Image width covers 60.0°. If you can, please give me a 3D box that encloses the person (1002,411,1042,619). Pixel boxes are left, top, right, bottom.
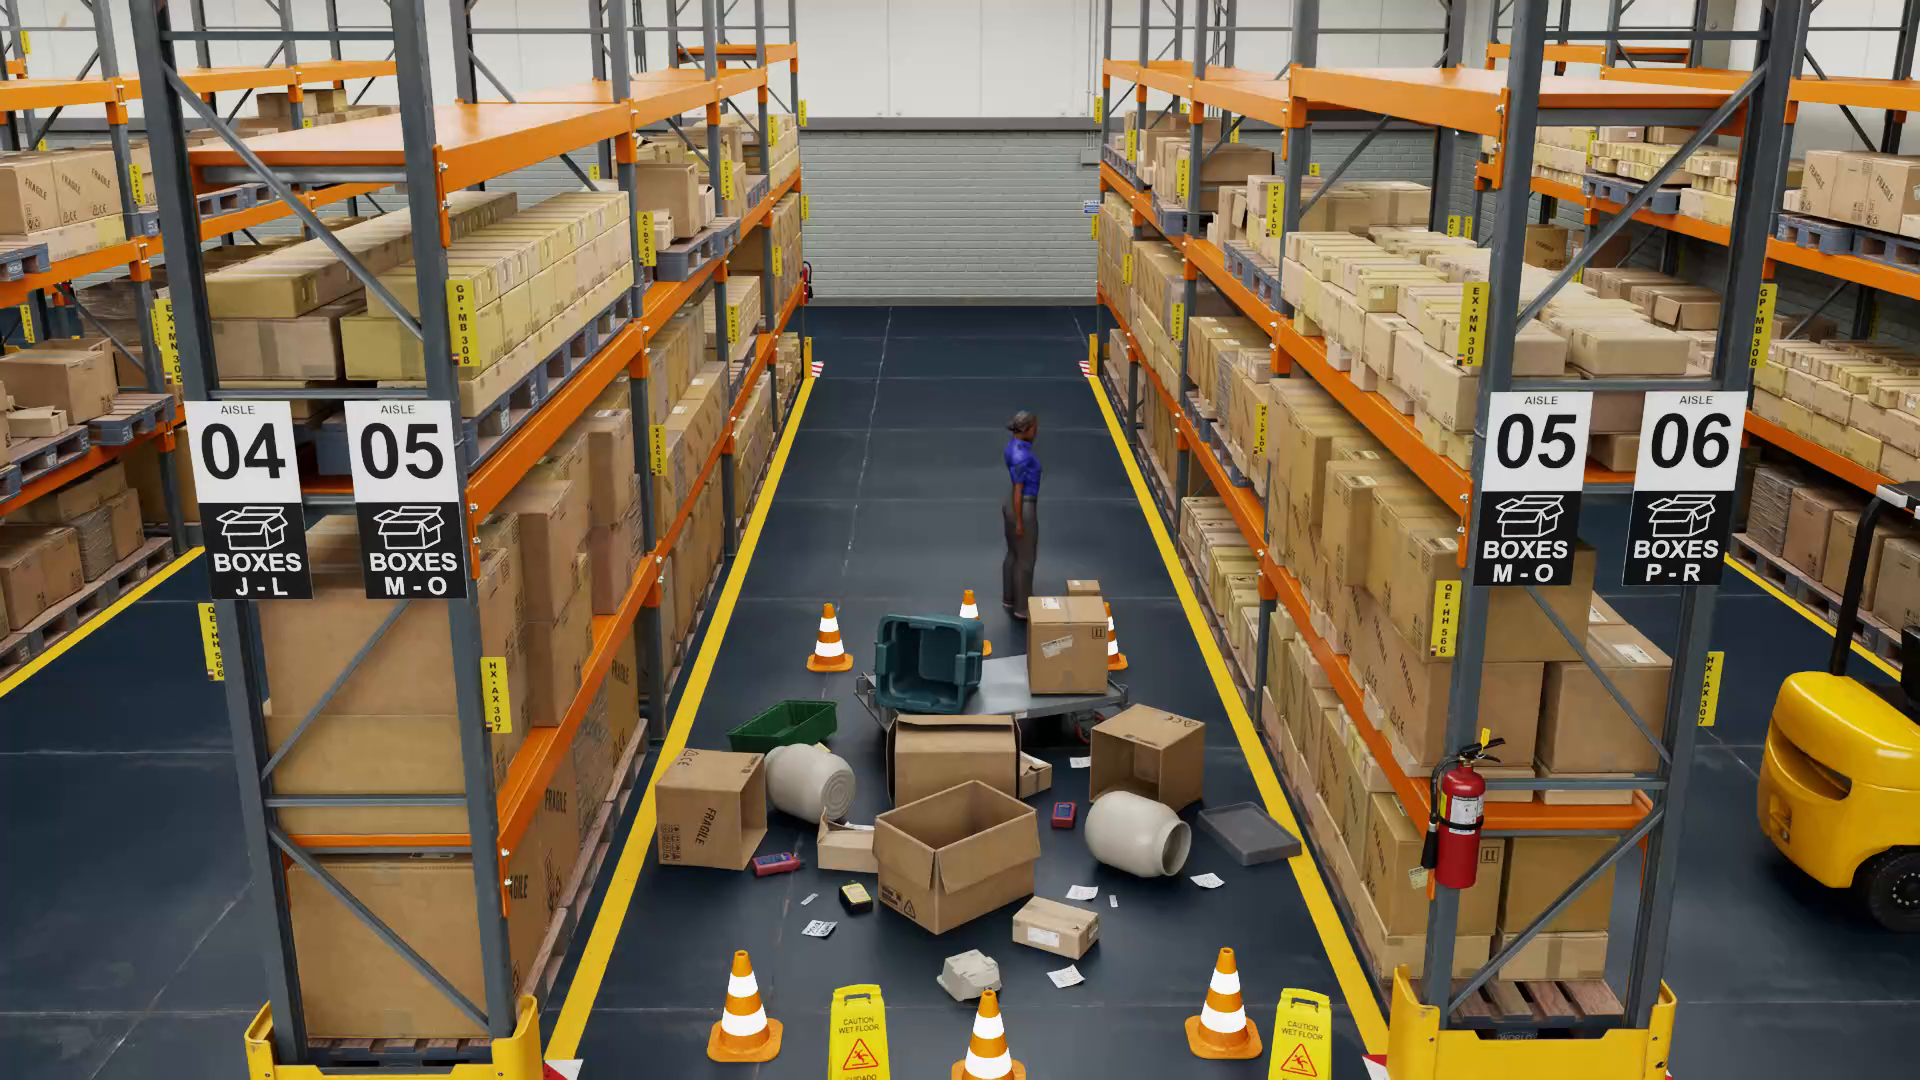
[{"bbox_3d":[0.521,-0.215,13.193,0.370,1.675,0.543,-2,17,-7],"label":"person"}]
